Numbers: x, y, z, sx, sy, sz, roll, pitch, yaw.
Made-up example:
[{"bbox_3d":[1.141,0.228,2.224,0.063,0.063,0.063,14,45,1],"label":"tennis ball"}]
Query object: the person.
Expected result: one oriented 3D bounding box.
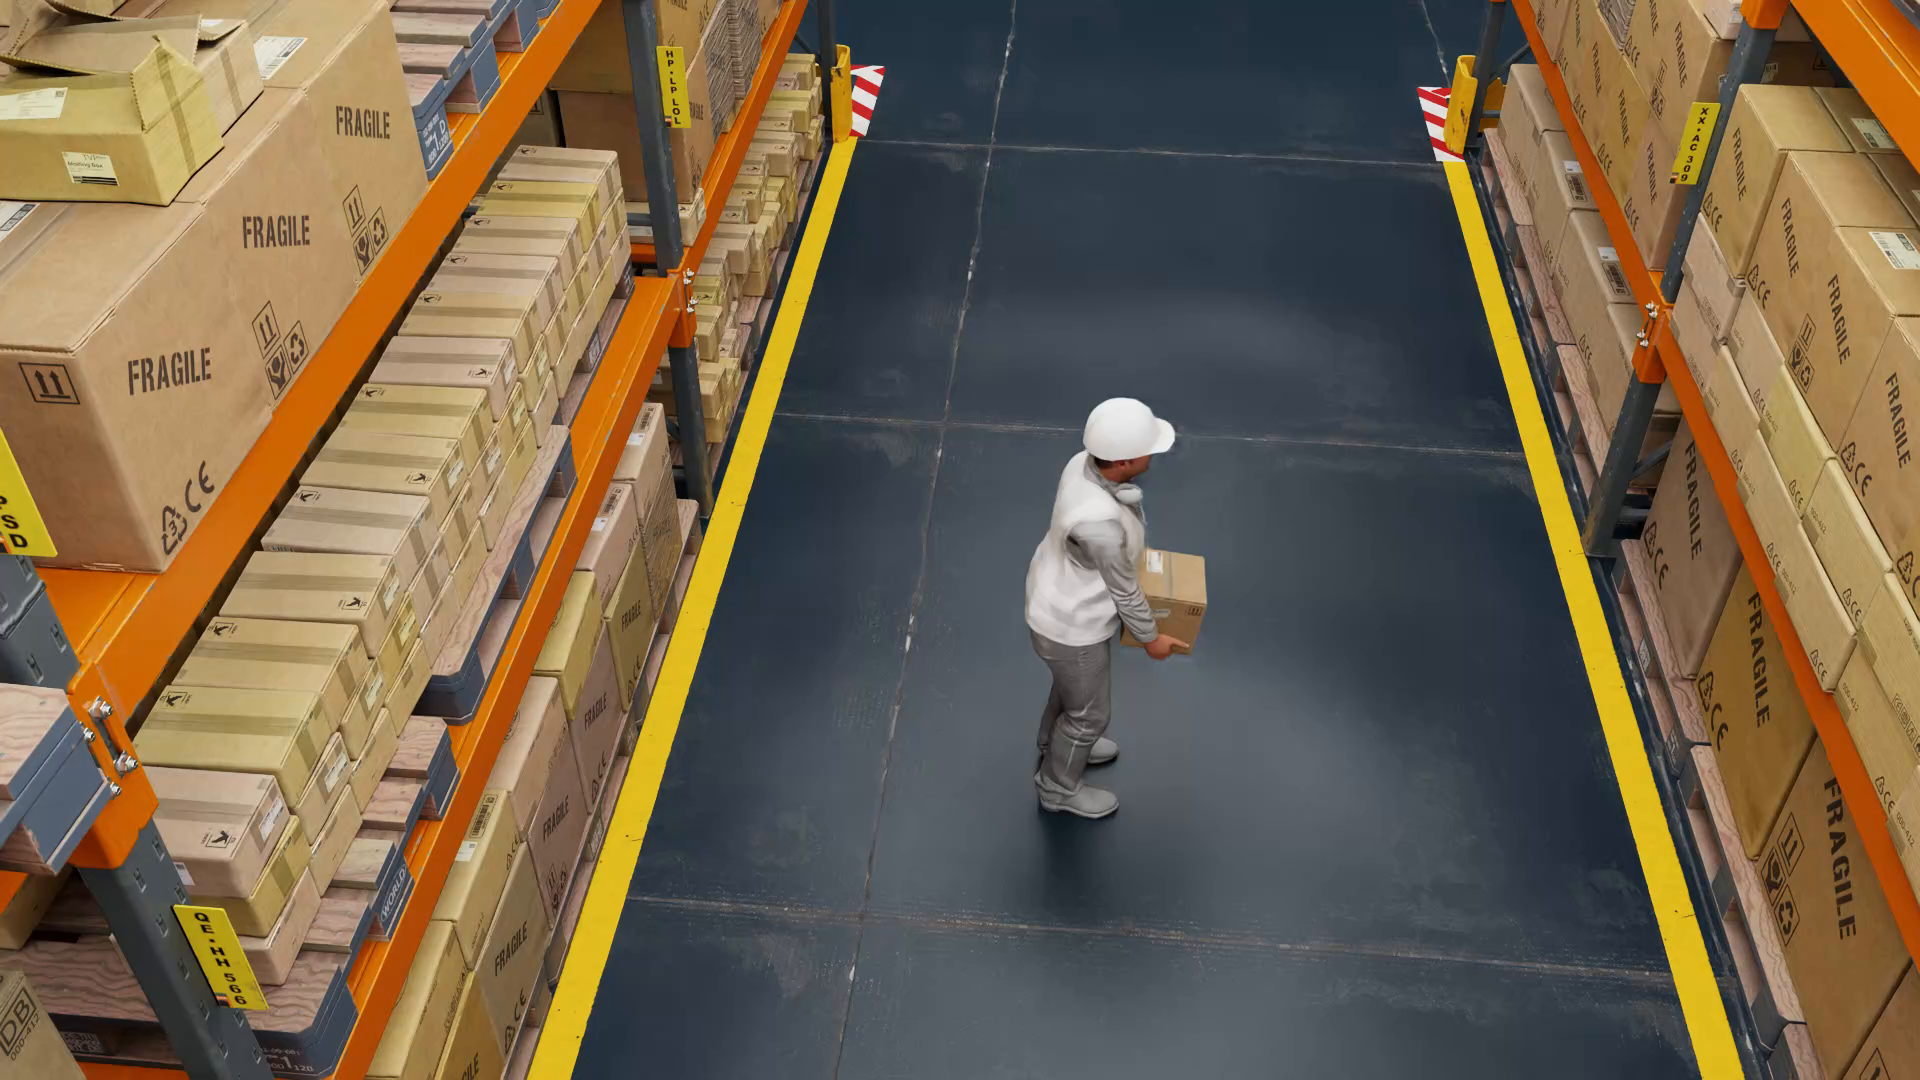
[{"bbox_3d":[0.515,0.237,5.862,0.575,1.765,0.488,3,40,3],"label":"person"}]
